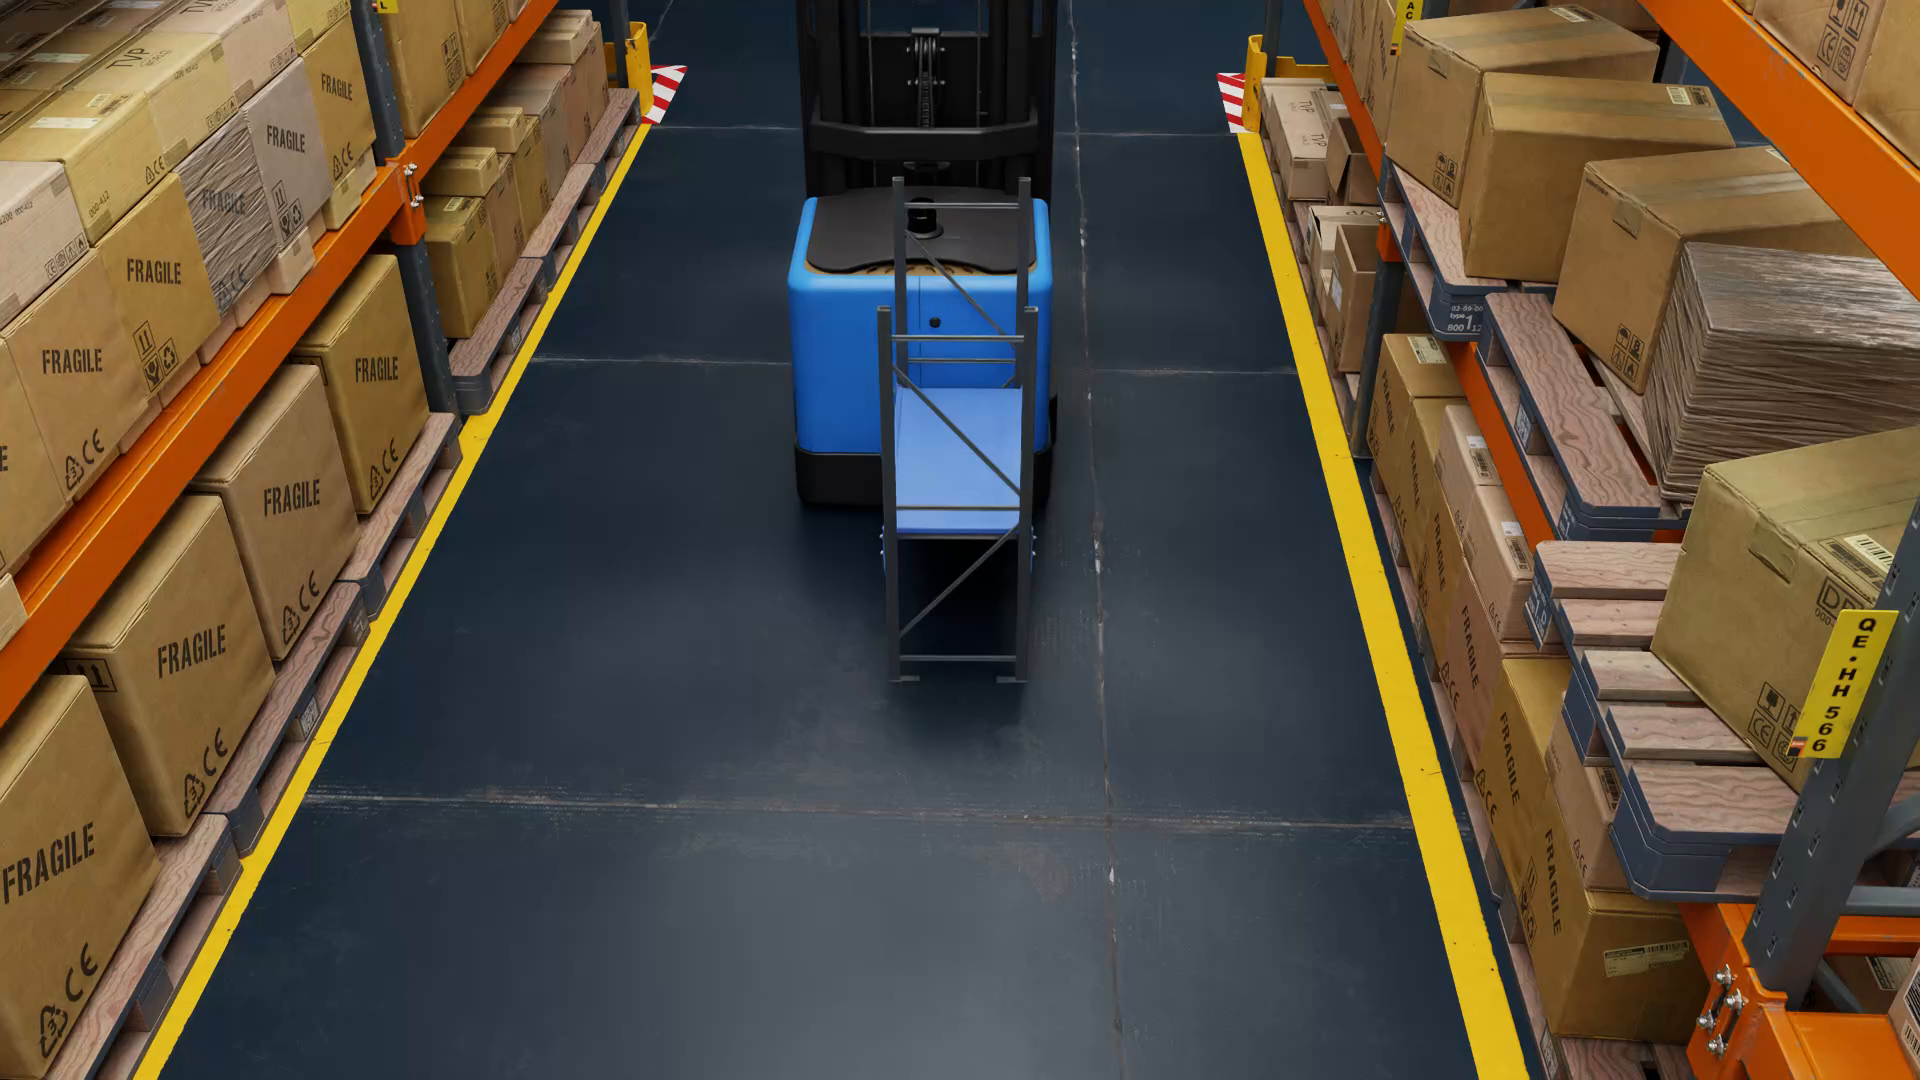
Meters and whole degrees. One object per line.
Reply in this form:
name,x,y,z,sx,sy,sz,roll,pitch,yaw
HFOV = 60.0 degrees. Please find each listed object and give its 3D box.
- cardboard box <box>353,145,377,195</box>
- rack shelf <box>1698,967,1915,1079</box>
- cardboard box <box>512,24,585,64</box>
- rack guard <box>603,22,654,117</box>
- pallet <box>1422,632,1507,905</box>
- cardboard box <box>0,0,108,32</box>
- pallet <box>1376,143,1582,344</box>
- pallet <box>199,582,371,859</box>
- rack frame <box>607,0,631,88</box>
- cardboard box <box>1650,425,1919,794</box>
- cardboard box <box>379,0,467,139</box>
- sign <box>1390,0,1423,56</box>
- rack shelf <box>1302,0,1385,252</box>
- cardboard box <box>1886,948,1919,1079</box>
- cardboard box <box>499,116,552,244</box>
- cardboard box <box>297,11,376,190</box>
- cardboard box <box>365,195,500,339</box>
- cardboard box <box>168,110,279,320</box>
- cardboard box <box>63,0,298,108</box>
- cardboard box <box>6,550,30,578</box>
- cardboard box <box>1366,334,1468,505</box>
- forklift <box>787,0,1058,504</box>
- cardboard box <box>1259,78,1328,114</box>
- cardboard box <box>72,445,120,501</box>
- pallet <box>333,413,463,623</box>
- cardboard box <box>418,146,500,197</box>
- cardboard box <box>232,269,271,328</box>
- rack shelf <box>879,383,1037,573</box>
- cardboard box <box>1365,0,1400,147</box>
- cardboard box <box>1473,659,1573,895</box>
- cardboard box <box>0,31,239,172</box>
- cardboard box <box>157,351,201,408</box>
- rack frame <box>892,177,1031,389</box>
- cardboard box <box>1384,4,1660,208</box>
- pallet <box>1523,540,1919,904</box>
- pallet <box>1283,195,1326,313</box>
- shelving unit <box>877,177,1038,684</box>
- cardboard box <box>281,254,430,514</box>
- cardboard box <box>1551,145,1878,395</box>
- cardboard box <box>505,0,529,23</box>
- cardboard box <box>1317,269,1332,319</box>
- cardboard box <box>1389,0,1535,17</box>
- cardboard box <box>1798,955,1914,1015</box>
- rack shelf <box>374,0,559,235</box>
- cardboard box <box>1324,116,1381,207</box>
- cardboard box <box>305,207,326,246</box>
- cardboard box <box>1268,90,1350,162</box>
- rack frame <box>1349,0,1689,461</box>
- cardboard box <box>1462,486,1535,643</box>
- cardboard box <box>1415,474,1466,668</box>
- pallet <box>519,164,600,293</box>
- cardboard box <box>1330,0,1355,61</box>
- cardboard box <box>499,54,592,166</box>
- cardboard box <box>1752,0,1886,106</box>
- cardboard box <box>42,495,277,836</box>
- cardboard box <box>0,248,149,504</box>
cardboard box,-2.467,-1.416,6.357,0.380,0.149,0.250,2,35,2
rack shelf,1.973,2.142,1.719,1.077,0.370,4.000,1,35,2
cardboard box,-2.336,-2.795,9.362,0.380,0.149,0.250,2,35,3
rack guard,-2.575,-3.001,10.585,1.175,0.500,0.348,1,35,2
pallet,2.172,0.713,5.552,1.003,0.211,1.213,1,35,2
cardboard box,-3.029,-1.630,5.445,0.500,0.250,0.500,2,35,2
pallet,2.072,-1.064,5.822,1.003,0.211,1.213,1,35,2
pallet,-2.738,0.577,5.745,1.003,0.211,1.213,1,35,2
rack frame,-2.576,-4.009,9.846,1.000,3.000,0.127,1,35,2
cardboard box,1.966,0.122,3.516,0.700,0.500,0.500,-10,36,-14
cardboard box,-2.698,-2.145,6.933,0.980,0.700,0.700,2,35,3
sign,1.671,-1.961,6.179,0.100,0.325,0.005,1,35,2
rack shelf,2.294,-2.454,8.258,1.077,0.370,4.000,1,35,2
cardboard box,1.995,0.943,2.876,0.500,0.311,0.500,3,35,5
cardboard box,-2.557,-1.871,8.612,0.700,0.500,0.500,2,35,3
cardboard box,-2.503,-1.611,6.071,0.500,0.500,0.500,1,35,1
cardboard box,-2.604,-1.288,7.782,0.700,0.500,0.500,2,35,2
cardboard box,-2.542,-1.029,5.243,0.500,0.500,0.500,1,35,2
cardboard box,-2.530,-1.621,5.433,0.500,0.250,0.500,2,35,3
cardboard box,-2.651,0.055,4.264,0.380,0.149,0.250,1,35,1
cardboard box,1.951,-0.484,6.621,0.500,0.500,0.500,0,35,0
forklift,-0.134,-2.156,7.269,1.130,2.935,3.031,0,35,1
cardboard box,2.014,-2.678,10.049,0.380,0.149,0.250,1,35,2
cardboard box,-2.628,-0.242,4.687,0.380,0.149,0.250,2,35,3
pallet,-2.692,-0.125,6.745,1.003,0.211,1.213,1,35,2
cardboard box,-2.408,-1.746,7.870,0.380,0.149,0.250,2,35,3
cardboard box,-2.537,-0.831,5.524,0.380,0.149,0.250,1,35,2
rack shelf,-0.001,-0.249,6.113,0.538,0.185,1.000,0,35,1
cardboard box,1.977,-1.933,6.805,0.500,0.500,0.500,2,35,3
cardboard box,1.877,0.702,4.934,0.500,0.500,0.500,0,35,0
cardboard box,-2.550,-1.328,5.016,0.500,0.250,0.500,2,35,3
cardboard box,-2.584,-0.535,5.103,0.380,0.149,0.250,2,35,3
rack frame,0.005,-0.689,6.426,0.500,1.500,0.032,0,35,1
cardboard box,1.971,-1.545,5.887,0.700,0.500,0.500,-10,36,-14
pallet,2.010,0.386,3.758,1.213,0.211,1.003,1,35,2
pallet,2.288,-1.555,8.780,1.003,0.211,1.213,1,35,2
shelving unit,-0.001,-0.397,6.010,0.538,1.500,1.048,0,35,1
cardboard box,-2.632,-0.627,6.538,0.750,0.750,0.750,2,35,2
cardboard box,2.204,-0.795,4.821,0.700,0.500,0.500,-7,36,-10
cardboard box,-2.644,-2.983,8.125,0.980,0.700,0.700,0,35,0
cardboard box,1.908,-1.163,7.893,0.380,0.149,0.250,1,35,2
cardboard box,1.975,-2.346,6.522,0.500,0.500,0.500,2,35,2
cardboard box,2.357,1.287,4.102,0.500,0.500,0.500,3,35,4
rack shelf,-2.656,-2.566,8.418,1.077,0.370,4.000,1,35,2
cardboard box,2.284,-1.837,8.544,0.797,0.503,0.637,1,35,2
cardboard box,-2.509,-1.123,5.940,0.380,0.149,0.250,2,35,3
cardboard box,2.049,-2.359,9.507,0.500,0.250,0.500,1,35,2
rack frame,2.214,-1.599,6.417,1.000,3.000,0.127,1,35,2
cardboard box,1.891,0.072,5.178,0.500,0.250,0.500,1,35,1
cardboard box,1.913,0.110,5.777,0.500,0.500,0.500,2,35,2
pallet,-2.581,-1.708,8.997,1.003,0.211,1.213,1,35,2
cardboard box,2.015,-2.525,7.646,0.500,0.500,0.500,2,35,3
cardboard box,-2.524,-2.467,9.460,0.700,0.500,0.500,1,35,2
cardboard box,2.057,-1.114,3.030,0.910,0.500,0.500,1,35,2
cardboard box,-2.695,0.372,5.117,0.750,0.750,0.750,1,35,2
cardboard box,-2.570,-0.443,4.409,0.500,0.500,0.500,1,35,2
